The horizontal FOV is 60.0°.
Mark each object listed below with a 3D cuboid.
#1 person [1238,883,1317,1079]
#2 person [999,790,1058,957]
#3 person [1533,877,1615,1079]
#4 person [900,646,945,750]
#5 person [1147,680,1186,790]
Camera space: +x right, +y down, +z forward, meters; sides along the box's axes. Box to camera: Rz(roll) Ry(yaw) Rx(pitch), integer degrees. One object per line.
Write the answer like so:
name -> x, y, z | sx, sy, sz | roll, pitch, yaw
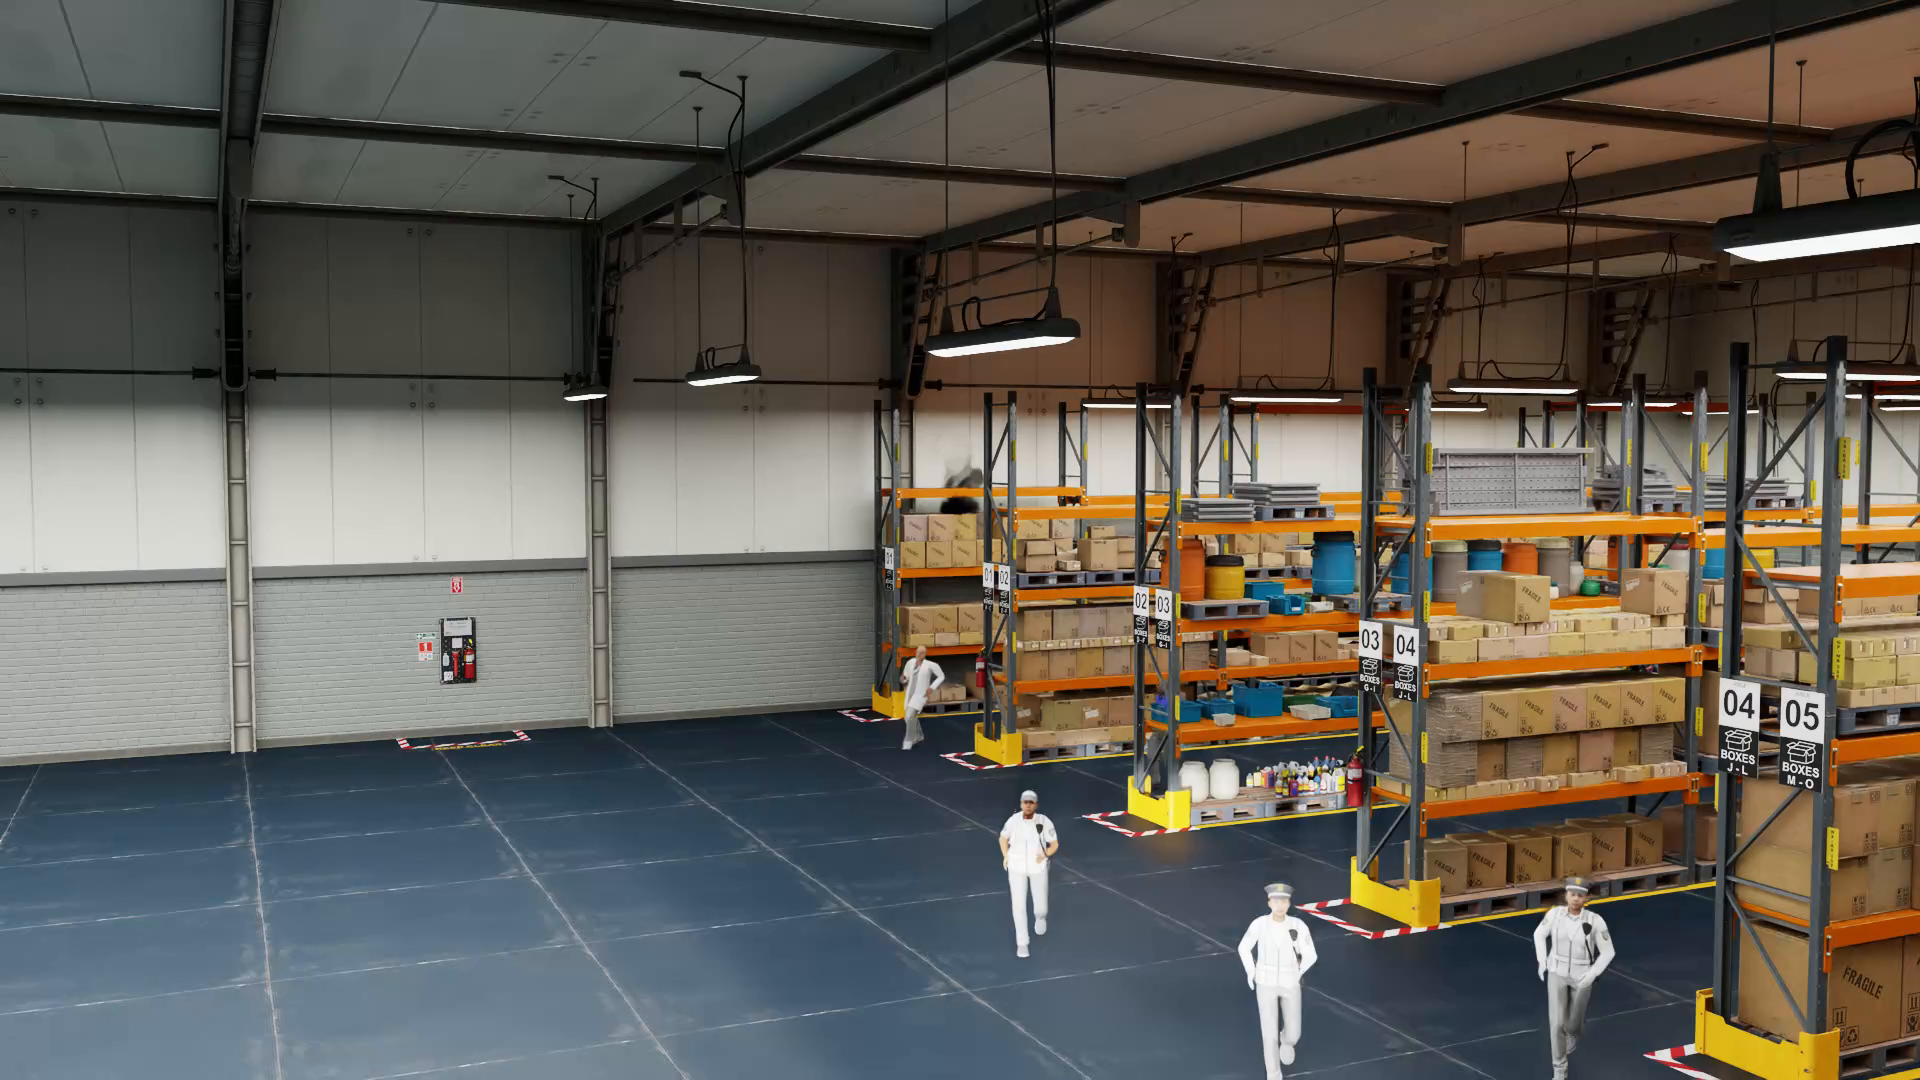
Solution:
person -> 2.546, 3.555, 13.346 | 0.621, 1.654, 0.717 | 1, 3, 9
person -> 0.695, 3.361, 16.968 | 0.617, 1.627, 0.758 | 0, 3, 6
person -> 4.980, 3.557, 13.553 | 0.616, 1.683, 0.748 | 2, 4, 25
person -> -0.691, 2.674, 28.067 | 0.712, 1.795, 0.770 | 3, 4, 40
person -> 3.079, 2.945, 24.935 | 0.797, 1.538, 0.607 | -2, 4, -36
